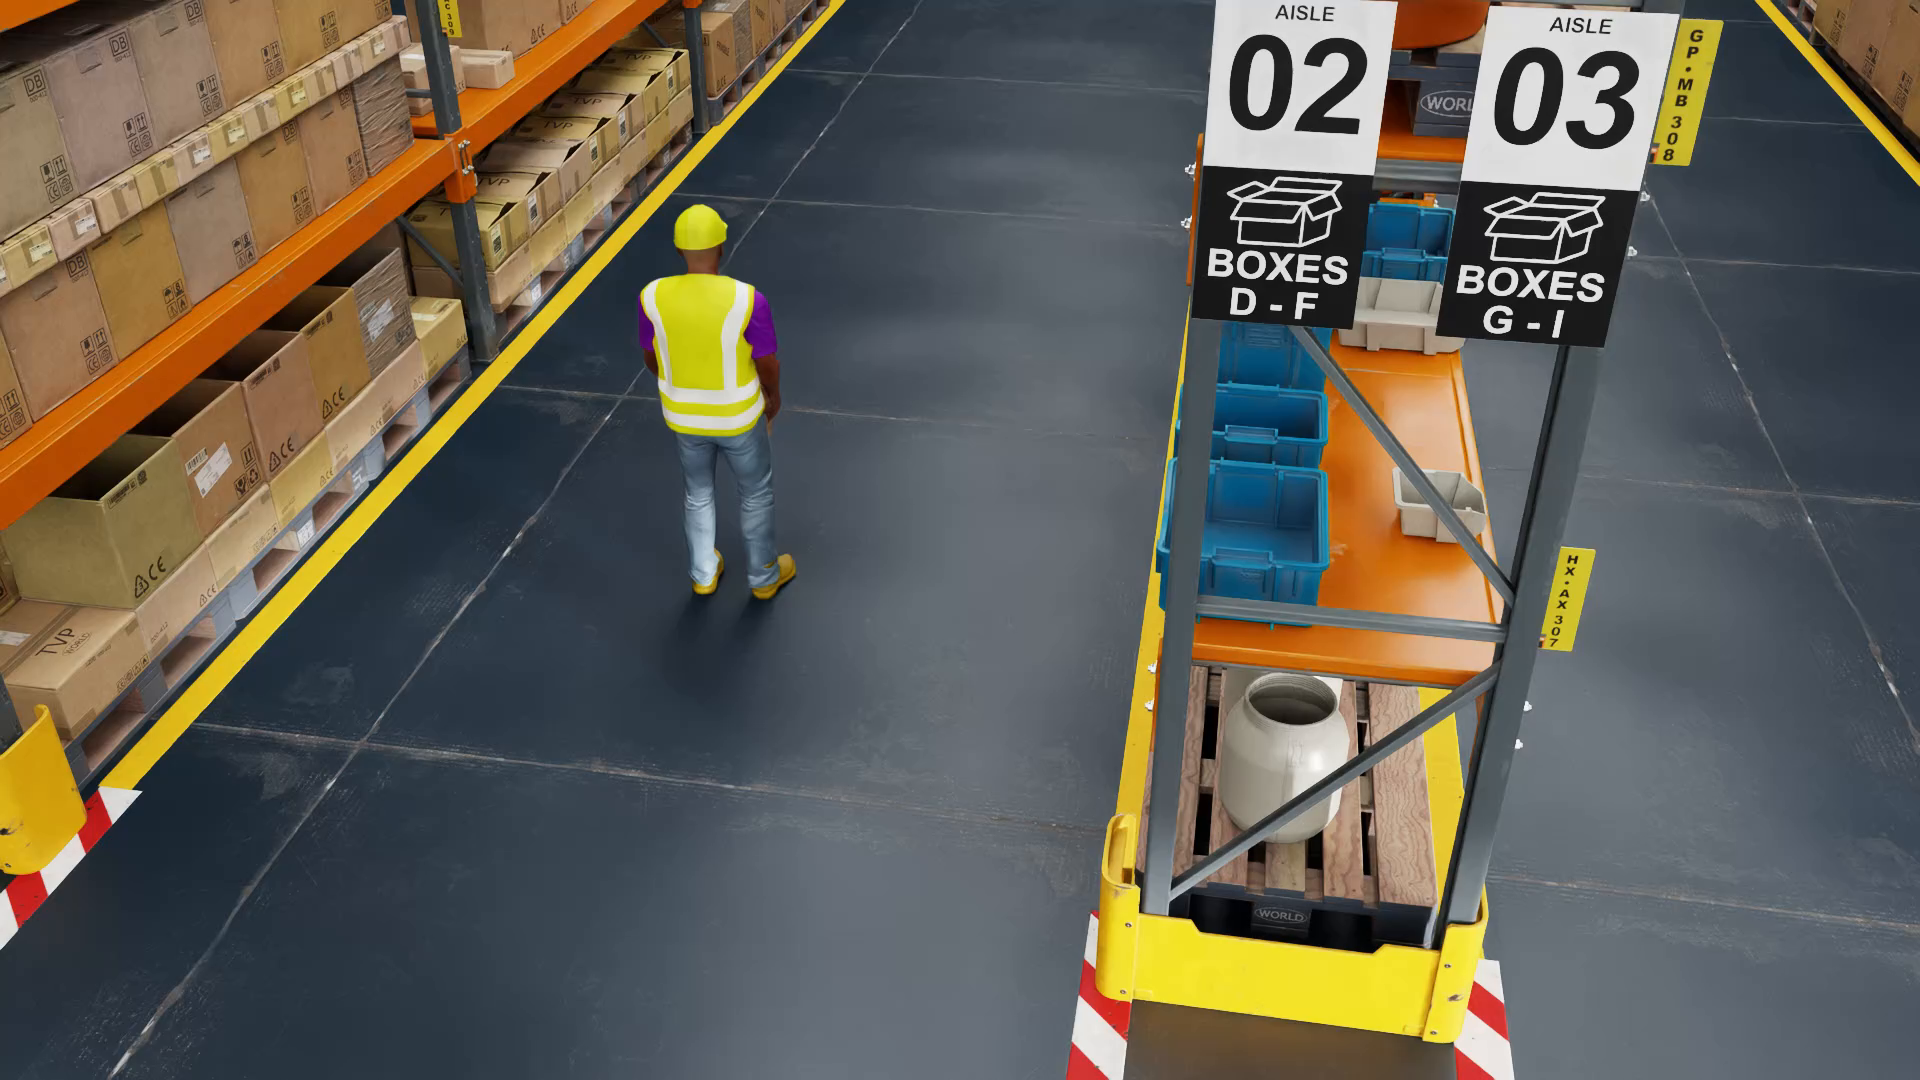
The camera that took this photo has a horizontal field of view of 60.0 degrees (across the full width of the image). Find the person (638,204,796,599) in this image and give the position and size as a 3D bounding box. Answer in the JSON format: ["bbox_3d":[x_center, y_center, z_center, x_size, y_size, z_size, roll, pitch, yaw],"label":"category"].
[{"bbox_3d":[-1.022,-0.554,6.997,0.577,1.764,0.446,5,33,8],"label":"person"}]
